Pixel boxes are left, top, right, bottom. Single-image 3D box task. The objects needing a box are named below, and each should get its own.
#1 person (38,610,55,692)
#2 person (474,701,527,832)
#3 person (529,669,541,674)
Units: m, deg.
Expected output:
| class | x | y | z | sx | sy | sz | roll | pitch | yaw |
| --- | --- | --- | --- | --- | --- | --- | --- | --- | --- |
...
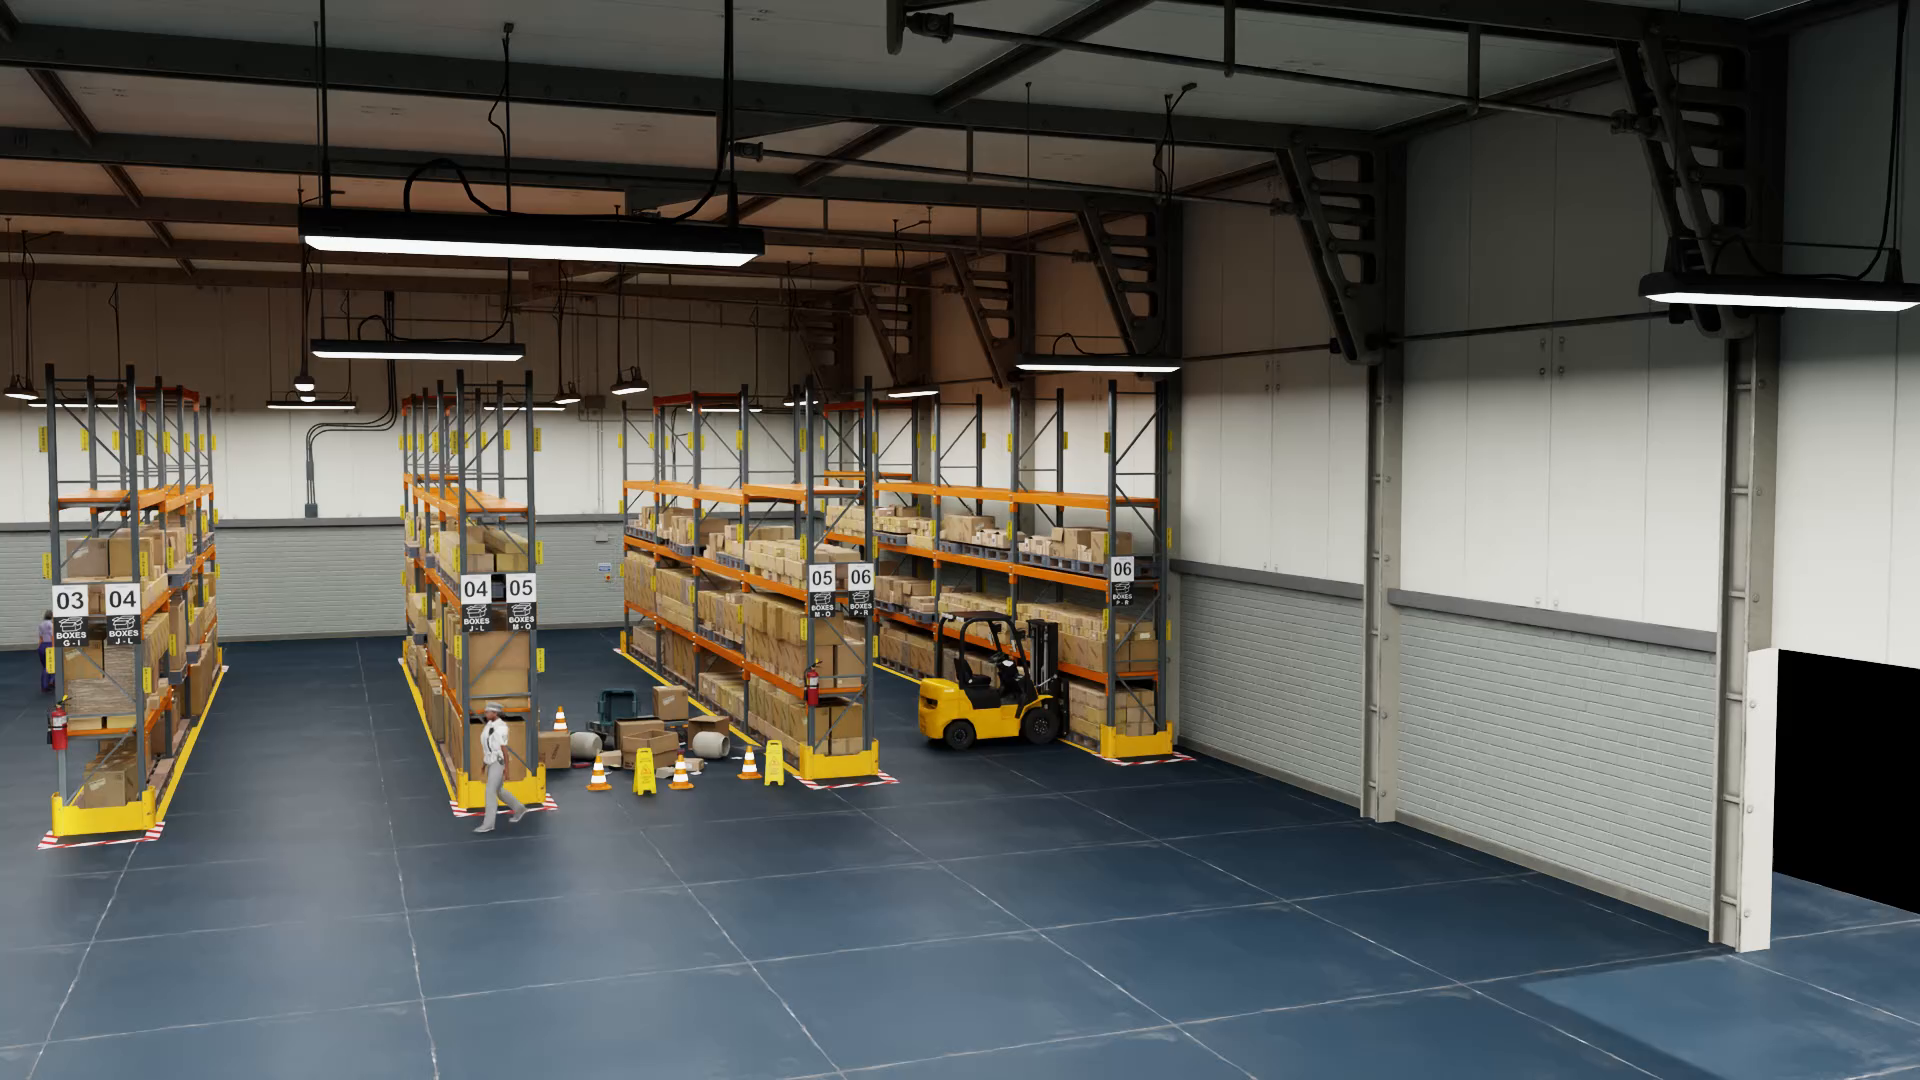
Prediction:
| class | x | y | z | sx | sy | sz | roll | pitch | yaw |
| --- | --- | --- | --- | --- | --- | --- | --- | --- | --- |
| person | -18.227 | 2.233 | 33.308 | 0.526 | 1.619 | 0.440 | 1 | 3 | 9 |
| person | -5.978 | 2.901 | 21.585 | 0.806 | 1.661 | 0.457 | -2 | 4 | -36 |
| person | -9.404 | 2.045 | 35.945 | 0.571 | 1.744 | 0.656 | 2 | 4 | 25 |
